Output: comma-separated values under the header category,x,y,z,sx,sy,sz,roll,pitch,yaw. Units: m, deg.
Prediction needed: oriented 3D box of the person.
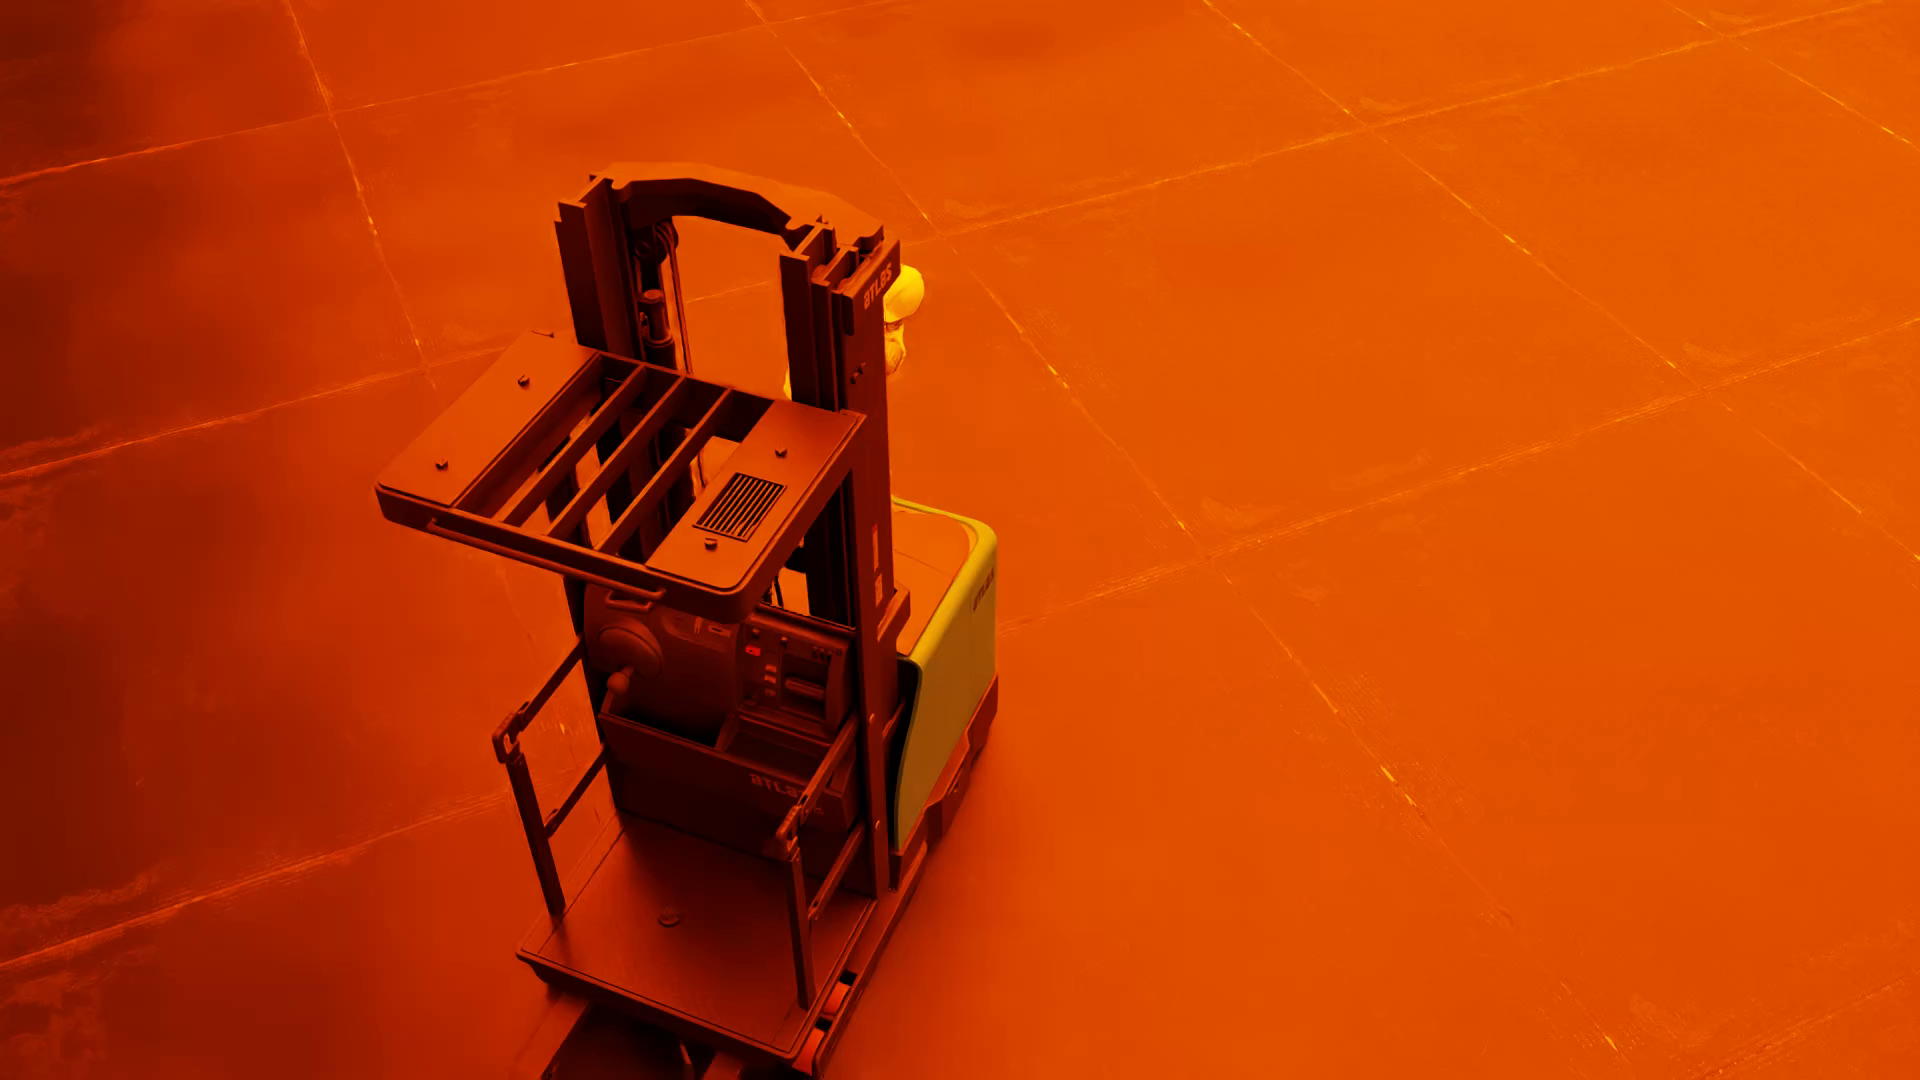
category,x,y,z,sx,sy,sz,roll,pitch,yaw
person,-0.561,-0.605,7.308,0.818,1.630,1.015,2,43,2

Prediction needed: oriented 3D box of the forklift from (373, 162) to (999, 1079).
category,x,y,z,sx,sy,sz,roll,pitch,yaw
forklift,-0.871,0.461,5.186,1.130,2.935,3.031,16,45,16
